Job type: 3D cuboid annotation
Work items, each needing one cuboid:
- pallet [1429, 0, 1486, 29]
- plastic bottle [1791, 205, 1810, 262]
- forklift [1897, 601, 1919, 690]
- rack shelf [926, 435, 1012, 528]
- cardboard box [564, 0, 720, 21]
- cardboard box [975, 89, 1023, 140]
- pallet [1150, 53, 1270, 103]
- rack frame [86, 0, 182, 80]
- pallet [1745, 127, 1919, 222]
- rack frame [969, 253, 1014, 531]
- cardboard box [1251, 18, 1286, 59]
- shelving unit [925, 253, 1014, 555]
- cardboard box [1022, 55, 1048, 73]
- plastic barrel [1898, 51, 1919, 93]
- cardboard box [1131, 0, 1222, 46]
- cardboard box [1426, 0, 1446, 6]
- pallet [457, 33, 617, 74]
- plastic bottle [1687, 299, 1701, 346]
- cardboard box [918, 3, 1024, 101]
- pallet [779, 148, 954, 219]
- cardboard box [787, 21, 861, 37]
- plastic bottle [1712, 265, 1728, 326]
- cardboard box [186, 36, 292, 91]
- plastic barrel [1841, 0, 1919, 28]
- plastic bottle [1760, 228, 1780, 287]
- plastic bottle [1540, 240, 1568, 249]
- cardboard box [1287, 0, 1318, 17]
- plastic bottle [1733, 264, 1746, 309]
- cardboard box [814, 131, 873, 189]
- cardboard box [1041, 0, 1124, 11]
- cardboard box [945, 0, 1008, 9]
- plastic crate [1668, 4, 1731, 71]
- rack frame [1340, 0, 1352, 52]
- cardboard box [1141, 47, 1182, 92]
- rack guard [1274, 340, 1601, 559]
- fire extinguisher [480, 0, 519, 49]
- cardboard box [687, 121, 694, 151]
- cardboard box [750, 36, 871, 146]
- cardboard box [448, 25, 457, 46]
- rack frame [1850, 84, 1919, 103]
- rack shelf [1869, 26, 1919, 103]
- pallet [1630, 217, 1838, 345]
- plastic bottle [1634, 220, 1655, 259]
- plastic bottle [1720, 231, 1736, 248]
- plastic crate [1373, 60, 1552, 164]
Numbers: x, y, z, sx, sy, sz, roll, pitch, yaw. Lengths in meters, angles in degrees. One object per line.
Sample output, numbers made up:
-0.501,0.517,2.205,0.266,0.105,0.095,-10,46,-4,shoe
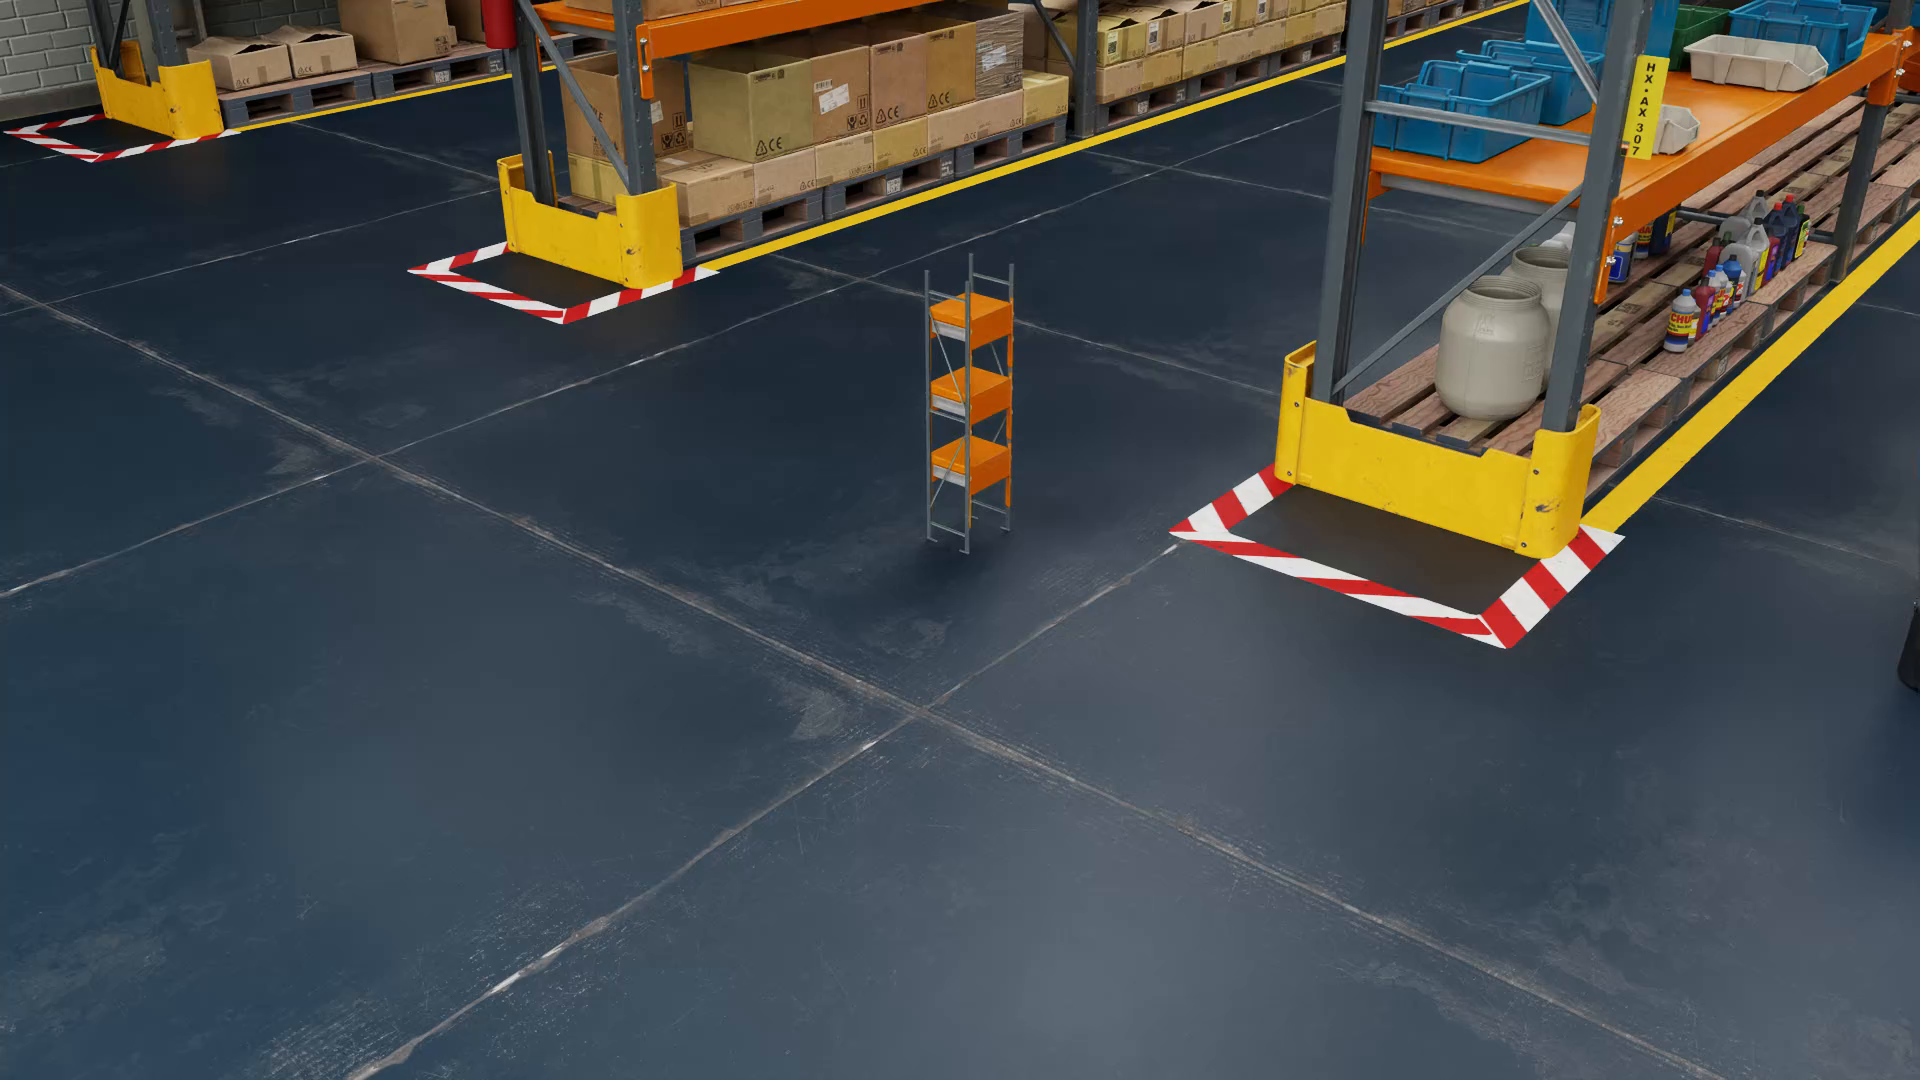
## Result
4.348,-5.173,16.019,1.003,0.211,1.213,21,34,34,pallet
4.291,-1.582,8.520,0.061,0.283,0.133,23,35,37,plastic bottle
4.344,-1.139,5.261,1.130,2.935,3.031,23,35,37,forklift
0.034,-0.229,6.178,0.215,0.259,0.240,21,34,34,rack shelf
-1.714,-3.097,8.862,0.700,0.500,0.500,21,34,34,cardboard box
0.071,-2.871,11.071,0.500,0.250,0.500,21,34,34,cardboard box
1.737,-3.777,13.322,1.003,0.211,1.213,21,34,34,pallet
-5.846,-4.337,11.369,1.000,3.000,0.127,21,34,34,rack frame
5.588,-2.345,10.554,1.003,0.211,1.213,21,34,34,pallet
0.112,-0.529,6.129,0.200,1.050,0.008,21,34,34,rack frame
2.274,-4.073,13.394,0.500,0.250,0.500,22,34,36,cardboard box
0.034,-0.485,6.045,0.215,1.050,0.252,21,34,34,shelving unit
0.563,-3.506,12.297,0.500,0.250,0.500,20,34,34,cardboard box
7.185,-3.679,12.002,0.600,0.830,0.708,21,34,34,plastic barrel
1.629,-3.956,12.559,0.500,0.311,0.500,19,33,33,cardboard box
4.229,-5.253,15.382,0.500,0.500,0.500,20,34,34,cardboard box
-3.702,-4.268,14.271,1.003,0.211,1.213,21,34,34,pallet
3.258,-0.982,7.451,0.097,0.201,0.097,0,27,0,plastic bottle
0.070,-3.205,10.900,0.500,0.500,0.500,21,34,34,cardboard box
-0.791,-2.366,10.594,1.003,0.211,1.213,21,34,34,pallet
-0.966,-3.002,10.507,0.500,0.500,0.500,21,34,34,cardboard box
3.474,-1.134,7.668,0.097,0.271,0.097,0,27,0,plastic bottle
-5.336,-3.557,12.309,0.500,0.311,0.500,17,32,29,cardboard box
4.822,-3.131,8.492,0.600,0.901,0.708,21,34,34,plastic barrel
3.962,-1.398,8.165,0.061,0.283,0.133,23,35,38,plastic bottle
2.810,-1.288,7.960,0.152,0.276,0.135,21,34,35,plastic bottle
2.599,-4.497,13.604,0.500,0.311,0.500,20,34,34,cardboard box
3.668,-1.211,7.892,0.097,0.201,0.097,0,27,0,plastic bottle
-0.875,-2.336,10.037,0.500,0.250,0.500,21,34,34,cardboard box
0.886,-3.937,12.520,0.500,0.311,0.500,22,34,36,cardboard box
-0.013,-3.534,11.536,0.500,0.500,0.500,21,34,34,cardboard box
3.262,-2.367,7.791,0.450,0.188,0.662,21,34,34,plastic crate
3.067,-5.727,14.056,1.000,3.000,0.127,21,34,34,rack frame
1.297,-3.525,12.335,0.500,0.250,0.500,22,34,36,cardboard box
1.811,-0.372,6.425,1.175,0.500,0.348,21,34,34,rack guard
-2.455,-2.950,8.772,0.296,0.674,0.183,21,34,34,fire extinguisher
-1.599,-2.313,9.992,0.500,0.250,0.500,21,34,34,cardboard box
-0.884,-2.673,9.871,0.500,0.500,0.500,21,34,34,cardboard box
-4.334,-4.123,13.579,0.380,0.149,0.250,18,32,30,cardboard box
6.887,-4.278,11.255,1.000,3.000,0.127,21,34,34,rack frame
5.615,-3.249,10.049,1.077,0.370,4.000,21,34,34,rack shelf
3.884,-1.395,8.717,1.003,0.211,1.213,21,34,34,pallet
3.510,-1.592,8.553,0.097,0.271,0.097,0,27,0,plastic bottle
3.733,-1.374,8.119,0.061,0.283,0.133,21,34,34,plastic bottle
1.886,-1.640,6.318,0.499,0.251,0.616,21,34,34,plastic crate
